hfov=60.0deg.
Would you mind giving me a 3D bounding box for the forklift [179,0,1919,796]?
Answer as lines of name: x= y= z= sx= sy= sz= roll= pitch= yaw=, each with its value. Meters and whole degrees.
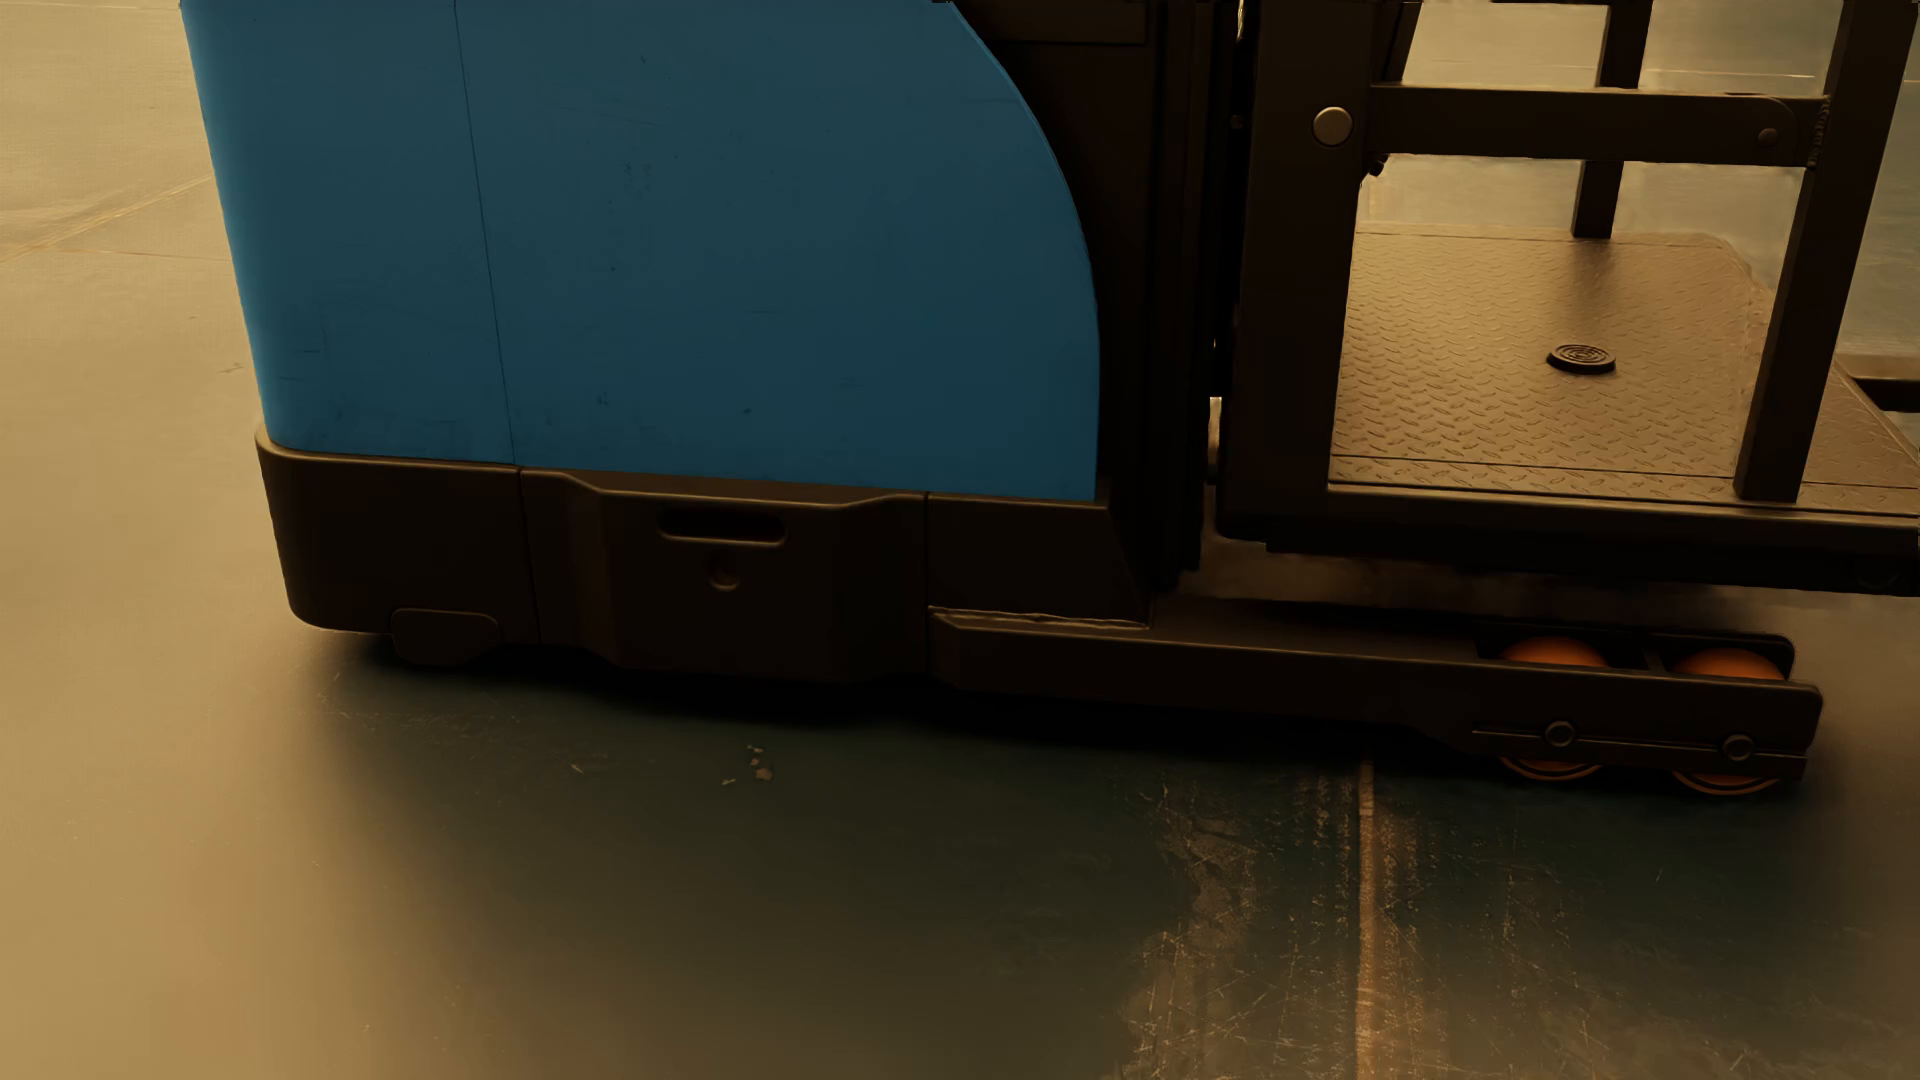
forklift: x=0.676 y=-1.271 z=1.766 sx=3.031 sy=2.935 sz=1.130 roll=4 pitch=27 yaw=7
